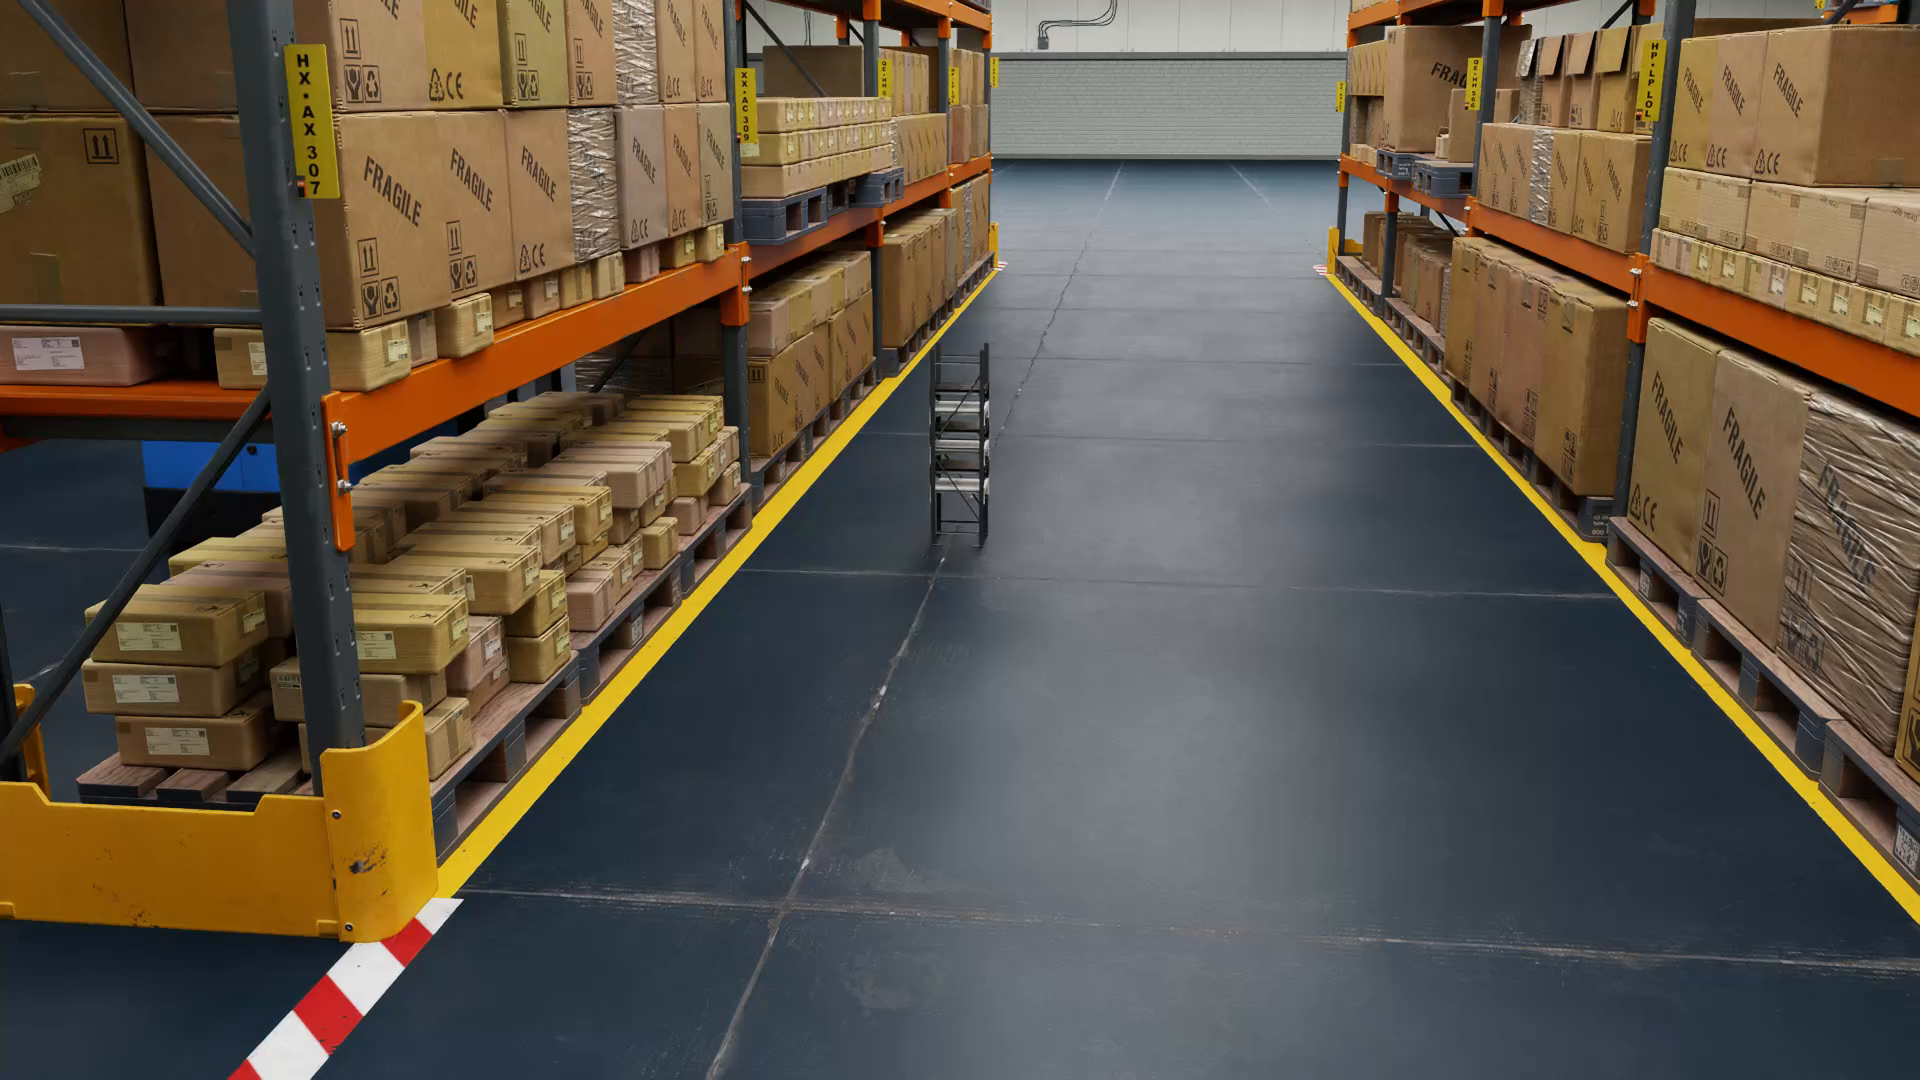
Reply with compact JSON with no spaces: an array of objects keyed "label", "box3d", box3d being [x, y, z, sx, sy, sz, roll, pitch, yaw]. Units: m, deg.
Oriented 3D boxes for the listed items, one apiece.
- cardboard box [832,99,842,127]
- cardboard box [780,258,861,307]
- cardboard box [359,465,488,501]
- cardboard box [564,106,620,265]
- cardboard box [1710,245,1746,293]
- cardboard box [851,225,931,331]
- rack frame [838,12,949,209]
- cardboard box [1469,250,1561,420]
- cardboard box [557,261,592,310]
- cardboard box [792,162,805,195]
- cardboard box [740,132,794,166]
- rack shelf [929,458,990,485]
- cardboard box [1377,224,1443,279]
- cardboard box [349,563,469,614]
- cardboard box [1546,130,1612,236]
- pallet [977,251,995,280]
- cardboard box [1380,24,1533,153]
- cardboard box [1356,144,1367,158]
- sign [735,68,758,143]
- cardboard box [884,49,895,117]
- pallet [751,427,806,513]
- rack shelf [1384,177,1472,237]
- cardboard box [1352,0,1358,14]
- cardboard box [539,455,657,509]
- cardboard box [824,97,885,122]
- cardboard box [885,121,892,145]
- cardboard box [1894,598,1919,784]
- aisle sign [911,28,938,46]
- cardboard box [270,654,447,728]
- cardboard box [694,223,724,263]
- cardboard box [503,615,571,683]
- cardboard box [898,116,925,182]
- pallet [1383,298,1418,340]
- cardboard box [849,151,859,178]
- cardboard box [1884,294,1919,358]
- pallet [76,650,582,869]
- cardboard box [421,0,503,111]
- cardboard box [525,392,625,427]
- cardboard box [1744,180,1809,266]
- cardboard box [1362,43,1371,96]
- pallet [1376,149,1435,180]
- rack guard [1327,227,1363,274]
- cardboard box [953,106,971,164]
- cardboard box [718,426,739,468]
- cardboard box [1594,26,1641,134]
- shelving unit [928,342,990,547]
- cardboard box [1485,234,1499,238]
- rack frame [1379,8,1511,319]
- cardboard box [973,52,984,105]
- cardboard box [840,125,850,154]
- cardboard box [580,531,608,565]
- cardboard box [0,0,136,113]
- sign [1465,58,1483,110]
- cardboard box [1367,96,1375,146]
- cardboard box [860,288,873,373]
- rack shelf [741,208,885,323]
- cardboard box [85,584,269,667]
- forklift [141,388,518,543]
[{"label":"cardboard box","box3d":[-0.858,-2.339,9.102,0.380,0.149,0.250,2,15,8]},{"label":"cardboard box","box3d":[-0.915,-1.625,10.474,0.500,0.250,0.500,2,15,7]},{"label":"cardboard box","box3d":[-1.950,-0.172,6.069,0.380,0.149,0.250,2,15,7]},{"label":"cardboard box","box3d":[-1.476,-1.208,5.620,0.500,0.500,0.500,1,15,5]},{"label":"cardboard box","box3d":[2.962,-0.981,6.025,0.380,0.149,0.250,1,15,5]},{"label":"cardboard box","box3d":[-0.799,-2.082,13.122,1.050,0.750,0.750,2,15,7]},{"label":"rack frame","box3d":[-0.601,-3.621,15.307,1.000,3.000,0.127,2,15,6]},{"label":"cardboard box","box3d":[3.657,-1.179,9.542,1.225,0.875,0.875,2,15,6]},{"label":"cardboard box","box3d":[-1.468,-0.868,5.607,0.380,0.149,0.250,2,15,8]},{"label":"cardboard box","box3d":[-0.977,-1.788,8.206,0.380,0.149,0.250,2,15,7]},{"label":"cardboard box","box3d":[-1.002,-1.860,7.901,0.380,0.149,0.250,2,15,7]},{"label":"rack shelf","box3d":[-0.001,-0.313,7.569,0.258,0.077,0.200,2,15,6]},{"label":"cardboard box","box3d":[4.450,-2.859,16.475,0.500,0.500,0.500,0,15,1]},{"label":"cardboard box","box3d":[-1.647,0.177,4.780,0.380,0.149,0.250,2,15,7]},{"label":"cardboard box","box3d":[3.309,-1.815,8.438,0.500,0.500,0.500,2,15,6]},{"label":"pallet","box3d":[-0.162,-3.103,18.732,1.003,0.211,1.213,2,15,6]},{"label":"cardboard box","box3d":[4.087,-3.739,13.790,1.000,1.000,1.000,2,15,7]},{"label":"cardboard box","box3d":[4.400,-4.104,17.574,0.380,0.149,0.250,2,15,6]},{"label":"sign","box3d":[-0.964,-1.950,7.469,0.100,0.325,0.005,2,15,6]},{"label":"cardboard box","box3d":[-0.881,-3.495,12.734,0.700,0.500,0.500,1,15,5]},{"label":"pallet","box3d":[-1.418,-0.402,8.745,1.003,0.211,1.213,2,15,6]},{"label":"rack shelf","box3d":[4.090,-2.583,12.845,1.077,0.370,4.000,2,15,6]},{"label":"cardboard box","box3d":[4.456,-5.744,17.701,0.500,0.250,0.500,2,15,8]},{"label":"cardboard box","box3d":[-1.360,-0.220,6.245,0.380,0.149,0.250,1,15,4]},{"label":"cardboard box","box3d":[-0.683,-2.747,10.610,0.380,0.149,0.250,2,15,6]},{"label":"cardboard box","box3d":[-0.656,-2.667,10.886,0.380,0.149,0.250,2,15,7]},{"label":"cardboard box","box3d":[2.954,0.318,4.005,0.875,0.875,0.875,2,15,6]},{"label":"aisle sign","box3d":[-0.440,-5.941,18.905,0.394,0.787,0.004,2,15,6]},{"label":"cardboard box","box3d":[-1.641,0.393,4.550,0.380,0.149,0.250,2,15,9]},{"label":"cardboard box","box3d":[-1.224,-1.274,7.108,0.380,0.149,0.250,1,15,5]},{"label":"cardboard box","box3d":[-1.471,0.340,5.314,0.380,0.149,0.250,2,15,7]},{"label":"cardboard box","box3d":[-0.563,-3.132,13.308,0.500,0.500,0.500,2,15,6]},{"label":"pallet","box3d":[4.229,-1.901,14.287,1.003,0.211,1.213,2,15,6]},{"label":"cardboard box","box3d":[-0.802,-2.191,9.695,0.380,0.149,0.250,2,15,8]},{"label":"cardboard box","box3d":[2.788,-0.582,4.550,0.380,0.149,0.250,1,15,5]},{"label":"pallet","box3d":[-1.820,0.608,5.009,1.003,0.211,1.213,2,15,6]},{"label":"cardboard box","box3d":[-1.590,-1.423,4.501,0.500,0.500,0.500,2,15,8]},{"label":"cardboard box","box3d":[-1.749,-0.577,7.565,0.380,0.149,0.250,2,15,9]},{"label":"cardboard box","box3d":[2.986,-1.068,5.581,0.500,0.250,0.500,2,15,8]},{"label":"cardboard box","box3d":[4.265,-4.637,16.387,0.500,0.500,0.500,2,15,6]},{"label":"pallet","box3d":[4.085,-3.162,13.978,1.003,0.211,1.213,2,15,6]},{"label":"rack guard","box3d":[4.758,-3.260,18.760,1.175,0.500,0.348,2,15,6]},{"label":"cardboard box","box3d":[-0.354,-4.069,16.678,0.875,0.550,0.550,2,15,6]},{"label":"cardboard box","box3d":[-1.224,-0.425,7.575,0.380,0.149,0.250,2,15,7]},{"label":"cardboard box","box3d":[3.566,-2.250,8.123,0.797,0.503,0.637,2,15,7]},{"label":"shelving unit","box3d":[-0.001,-0.432,7.537,0.258,0.900,0.210,2,15,6]},{"label":"cardboard box","box3d":[3.960,-2.092,12.160,0.500,0.250,0.500,3,16,13]},{"label":"rack frame","box3d":[4.316,-3.449,14.670,1.000,3.000,0.127,2,15,6]},{"label":"cardboard box","box3d":[-0.201,-5.012,18.094,0.875,0.550,0.550,2,15,6]},{"label":"cardboard box","box3d":[-0.828,-2.266,9.401,0.380,0.149,0.250,1,15,5]},{"label":"cardboard box","box3d":[-1.512,-0.019,6.073,0.380,0.149,0.250,2,15,9]},{"label":"cardboard box","box3d":[-2.151,-1.309,4.081,0.500,0.500,0.500,1,15,5]},{"label":"sign","box3d":[3.324,-2.946,10.742,0.100,0.325,0.005,2,15,6]},{"label":"cardboard box","box3d":[4.641,-4.275,16.962,0.875,0.500,0.500,2,15,6]},{"label":"cardboard box","box3d":[-0.867,-1.401,11.082,0.500,0.500,0.500,2,15,6]},{"label":"rack shelf","box3d":[-1.278,-1.718,9.646,1.077,0.370,4.000,2,15,6]},{"label":"cardboard box","box3d":[-2.147,0.233,4.572,0.380,0.149,0.250,2,15,7]},{"label":"forklift","box3d":[-2.908,-1.715,8.391,1.130,2.935,3.031,2,15,8]}]
